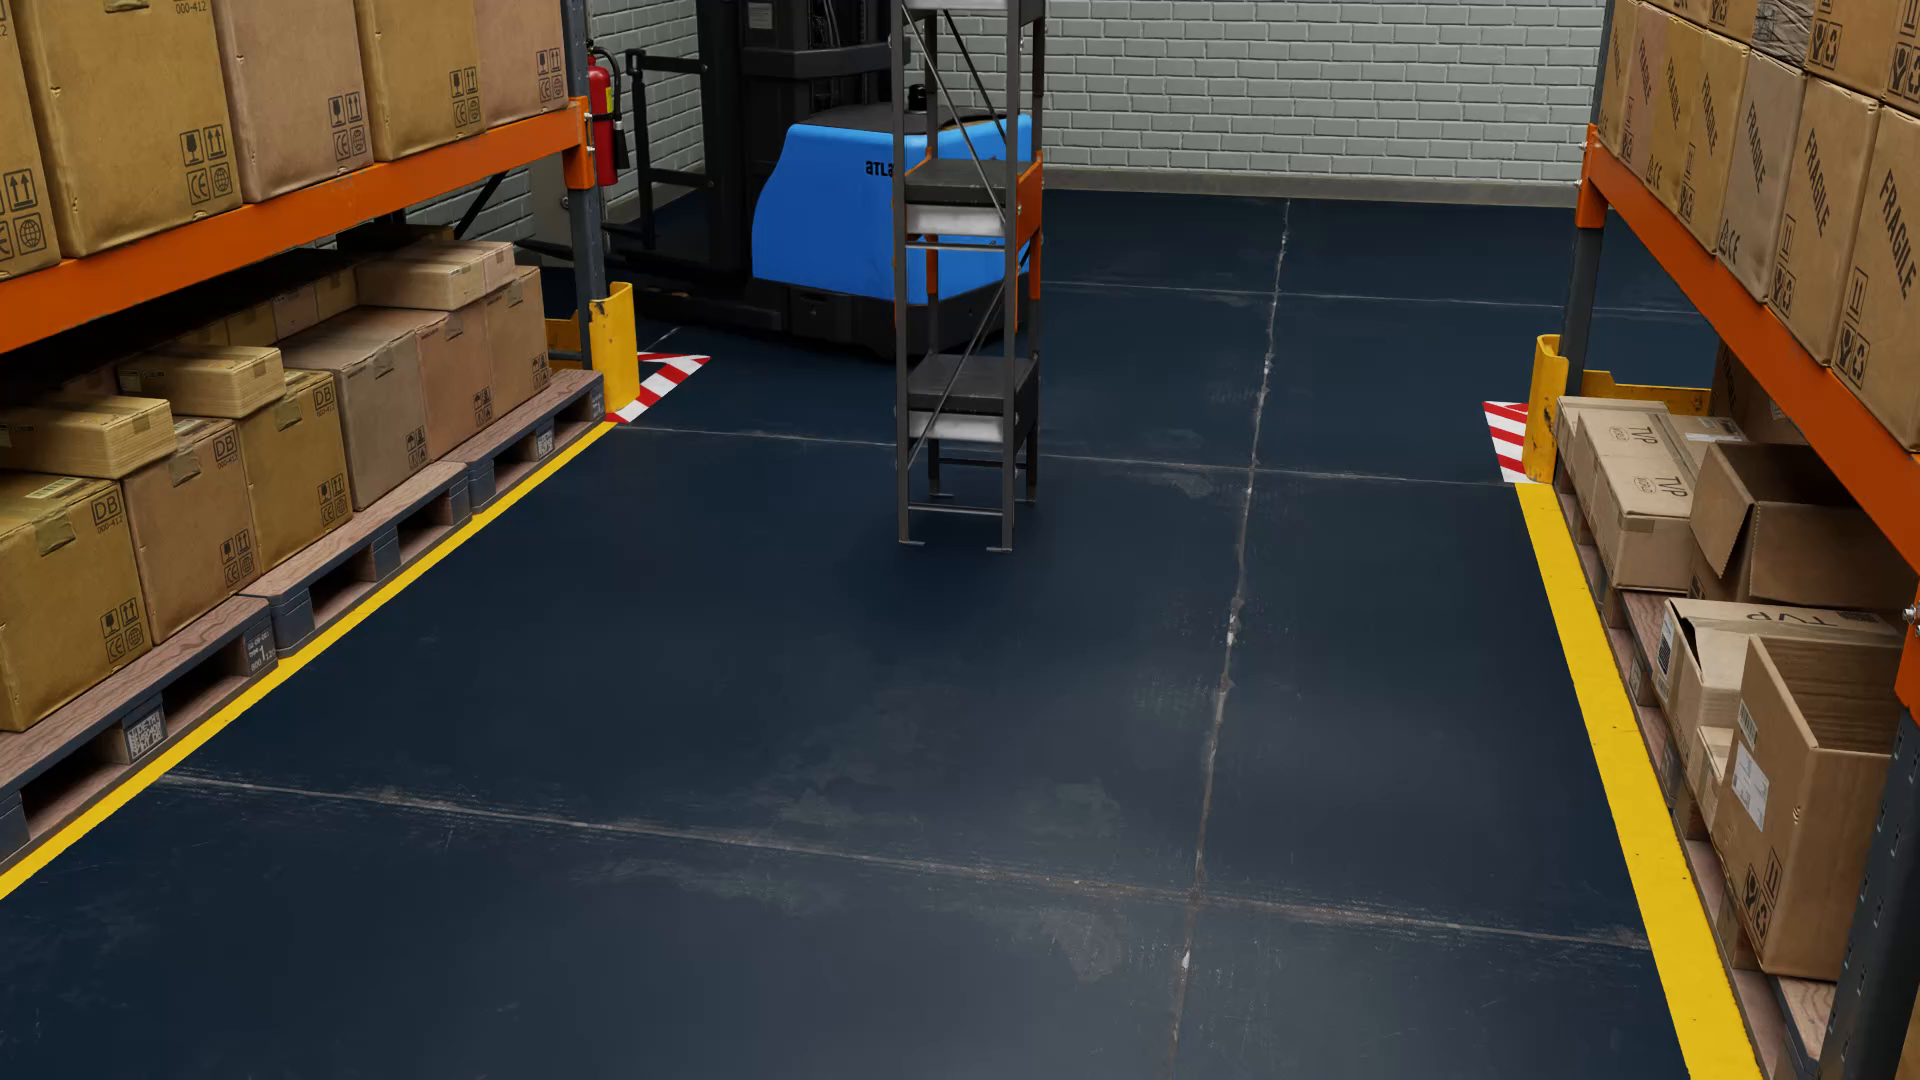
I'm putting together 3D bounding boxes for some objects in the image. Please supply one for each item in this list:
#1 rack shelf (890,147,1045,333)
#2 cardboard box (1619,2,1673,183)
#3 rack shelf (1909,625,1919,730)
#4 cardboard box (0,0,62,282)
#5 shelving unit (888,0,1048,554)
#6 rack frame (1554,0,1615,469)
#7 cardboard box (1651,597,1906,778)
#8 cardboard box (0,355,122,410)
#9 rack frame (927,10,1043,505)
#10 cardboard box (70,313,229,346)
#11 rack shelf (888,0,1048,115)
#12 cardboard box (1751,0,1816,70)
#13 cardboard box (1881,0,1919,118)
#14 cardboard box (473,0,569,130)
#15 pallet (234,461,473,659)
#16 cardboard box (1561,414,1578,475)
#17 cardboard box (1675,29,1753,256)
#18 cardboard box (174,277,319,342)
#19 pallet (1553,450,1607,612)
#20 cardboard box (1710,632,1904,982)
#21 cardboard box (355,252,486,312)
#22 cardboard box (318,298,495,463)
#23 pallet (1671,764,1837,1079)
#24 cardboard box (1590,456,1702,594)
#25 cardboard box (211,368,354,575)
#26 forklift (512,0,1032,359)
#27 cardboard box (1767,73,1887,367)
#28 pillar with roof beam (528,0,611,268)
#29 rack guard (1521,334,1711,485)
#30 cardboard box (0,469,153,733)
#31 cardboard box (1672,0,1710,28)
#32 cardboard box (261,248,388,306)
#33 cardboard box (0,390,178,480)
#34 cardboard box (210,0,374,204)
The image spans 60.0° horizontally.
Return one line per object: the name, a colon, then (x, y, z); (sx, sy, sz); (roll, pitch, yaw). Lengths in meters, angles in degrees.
rack shelf: (0.034, -1.022, 5.617); (0.431, 0.518, 0.480); (4, 22, 11)
cardboard box: (2.364, -1.373, 5.113); (0.500, 0.500, 0.500); (4, 22, 10)
rack shelf: (1.589, 0.870, 0.640); (1.077, 0.370, 4.000); (4, 22, 11)
cardboard box: (-2.727, -0.907, 3.689); (0.980, 0.700, 0.700); (5, 22, 12)
shelving unit: (0.034, -1.035, 5.612); (0.431, 2.100, 0.503); (4, 22, 11)
rack frame: (2.813, -1.658, 5.954); (1.000, 3.000, 0.127); (4, 22, 11)
cardboard box: (1.988, 0.344, 3.994); (0.500, 0.311, 0.500); (4, 22, 11)
cardboard box: (-2.666, -0.424, 4.807); (0.380, 0.149, 0.250); (4, 22, 9)
rack frame: (0.084, -1.124, 5.833); (0.400, 2.100, 0.015); (4, 22, 11)
cardboard box: (-2.562, -0.611, 5.271); (0.380, 0.149, 0.250); (4, 22, 10)
rack shelf: (0.034, -1.671, 5.355); (0.431, 0.518, 0.480); (4, 22, 11)
cardboard box: (2.051, -1.281, 3.548); (0.500, 0.500, 0.500); (5, 22, 11)
cardboard box: (1.847, -0.910, 2.624); (0.500, 0.500, 0.500); (5, 22, 11)
cardboard box: (-2.132, -1.986, 6.367); (0.980, 0.700, 0.700); (5, 23, 13)
pallet: (-2.375, 0.003, 5.564); (1.003, 0.211, 1.213); (4, 22, 11)
cardboard box: (2.340, -0.329, 5.859); (0.380, 0.166, 0.250); (4, 22, 11)
cardboard box: (2.155, -1.007, 4.204); (0.500, 0.500, 0.500); (5, 22, 12)
cardboard box: (-2.458, -0.797, 5.734); (0.380, 0.149, 0.250); (5, 22, 12)
pallet: (2.636, -0.044, 5.682); (1.003, 0.211, 1.213); (4, 22, 11)
cardboard box: (1.835, 0.531, 3.278); (0.500, 0.500, 0.500); (4, 22, 11)
cardboard box: (-1.981, -0.952, 6.118); (0.380, 0.149, 0.250); (5, 22, 12)
cardboard box: (-2.184, -0.622, 6.168); (0.700, 0.500, 0.500); (4, 22, 11)
pallet: (2.138, 0.848, 3.466); (1.003, 0.211, 1.213); (4, 22, 11)
cardboard box: (2.220, -0.043, 5.037); (0.500, 0.250, 0.500); (4, 22, 11)
cardboard box: (-2.388, -0.243, 5.225); (0.700, 0.500, 0.500); (5, 22, 12)
forklift: (-1.113, -2.629, 8.458); (3.031, 2.935, 1.130); (14, 26, 32)
cardboard box: (1.951, -0.632, 3.274); (0.500, 0.500, 0.500); (5, 22, 12)
pillar with roof beam: (1.881, -5.542, 7.568); (9.100, 9.000, 0.400); (4, 22, 11)
rack guard: (2.797, -0.470, 6.352); (1.175, 0.500, 0.348); (4, 22, 11)
cardboard box: (-2.601, 0.128, 4.304); (0.700, 0.500, 0.500); (5, 22, 12)
cardboard box: (2.258, -1.651, 4.466); (0.500, 0.500, 0.500); (5, 22, 12)
cardboard box: (-2.355, -0.982, 6.192); (0.380, 0.149, 0.250); (5, 22, 11)
cardboard box: (-2.352, -0.284, 4.459); (0.380, 0.149, 0.250); (5, 23, 13)
cardboard box: (-2.434, -1.441, 5.014); (0.980, 0.700, 0.700); (3, 22, 8)
